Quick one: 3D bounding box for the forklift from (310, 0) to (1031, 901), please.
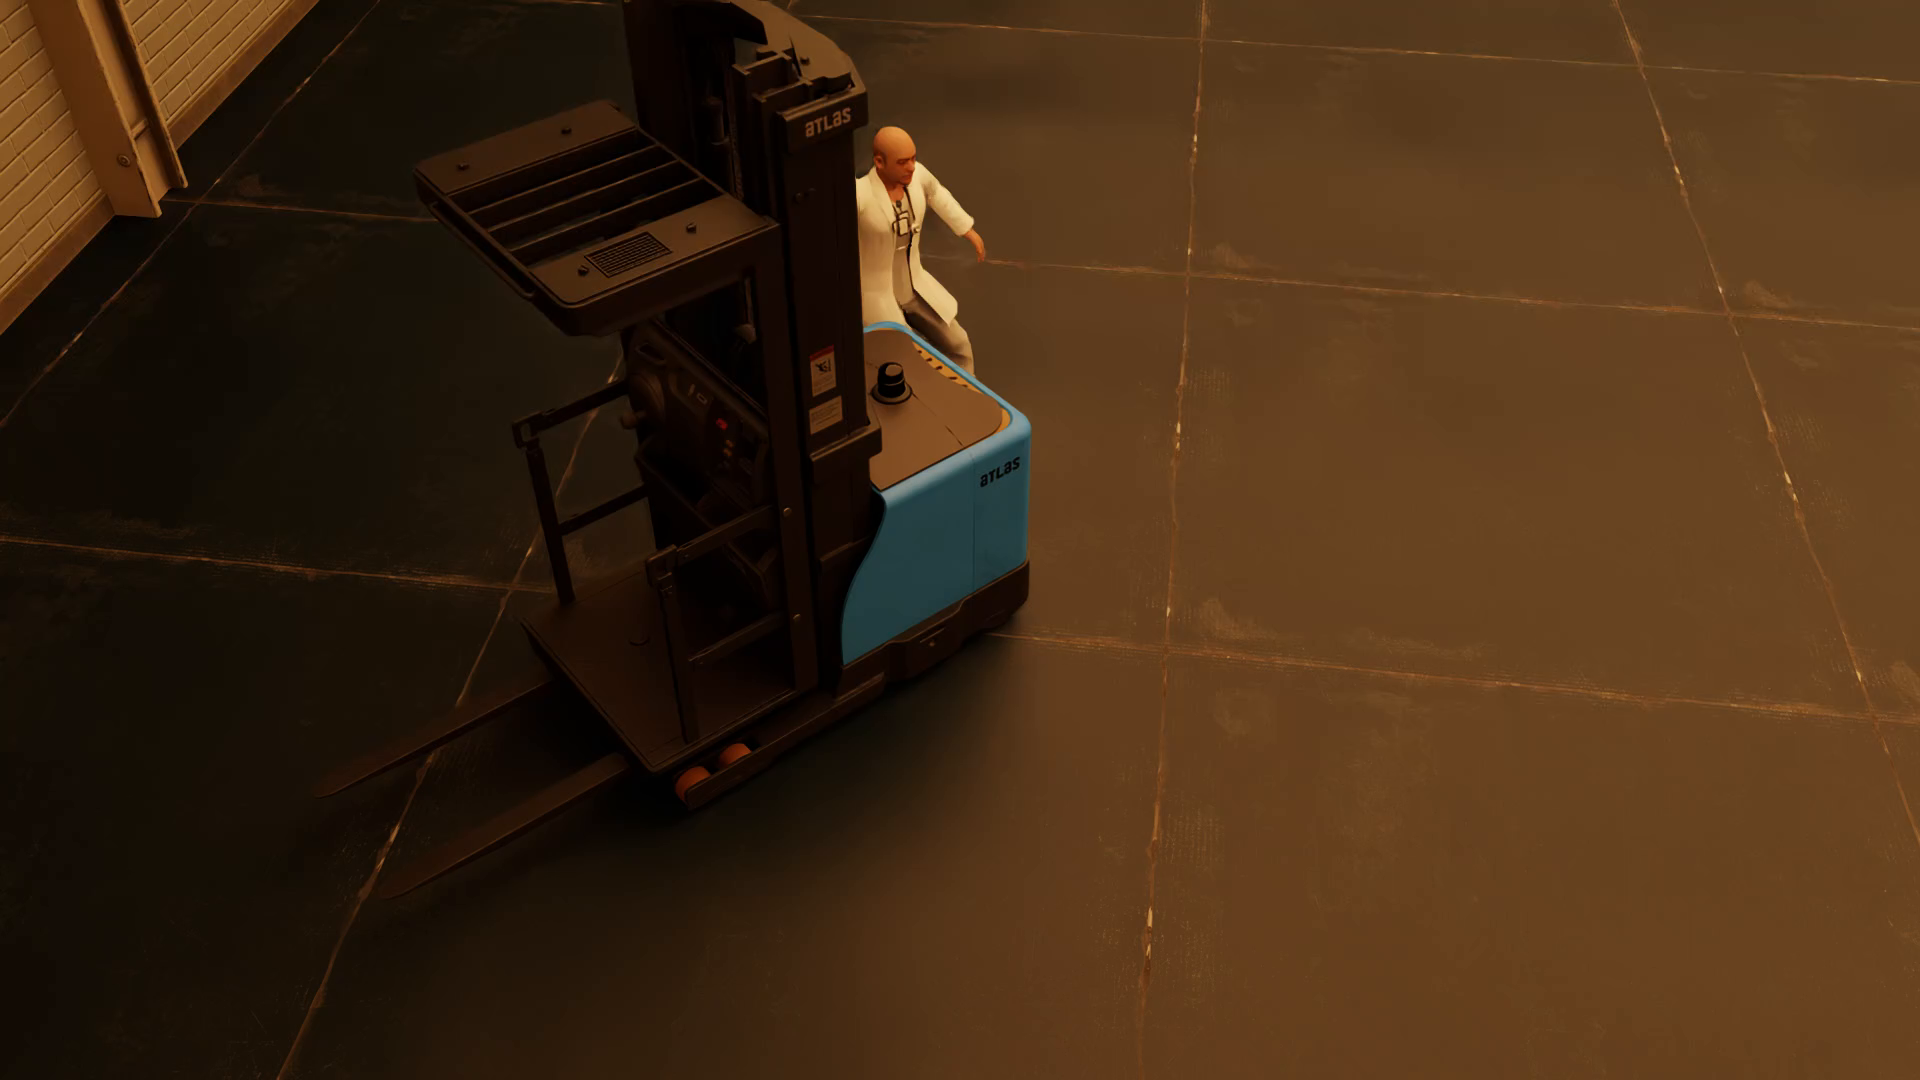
[{"bbox_3d":[-1.155,-0.407,6.168,3.031,2.935,1.130,-29,50,-28],"label":"forklift"}]

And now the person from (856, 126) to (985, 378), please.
[{"bbox_3d":[-0.214,-1.125,7.882,1.027,1.704,0.716,-33,52,-31],"label":"person"}]
